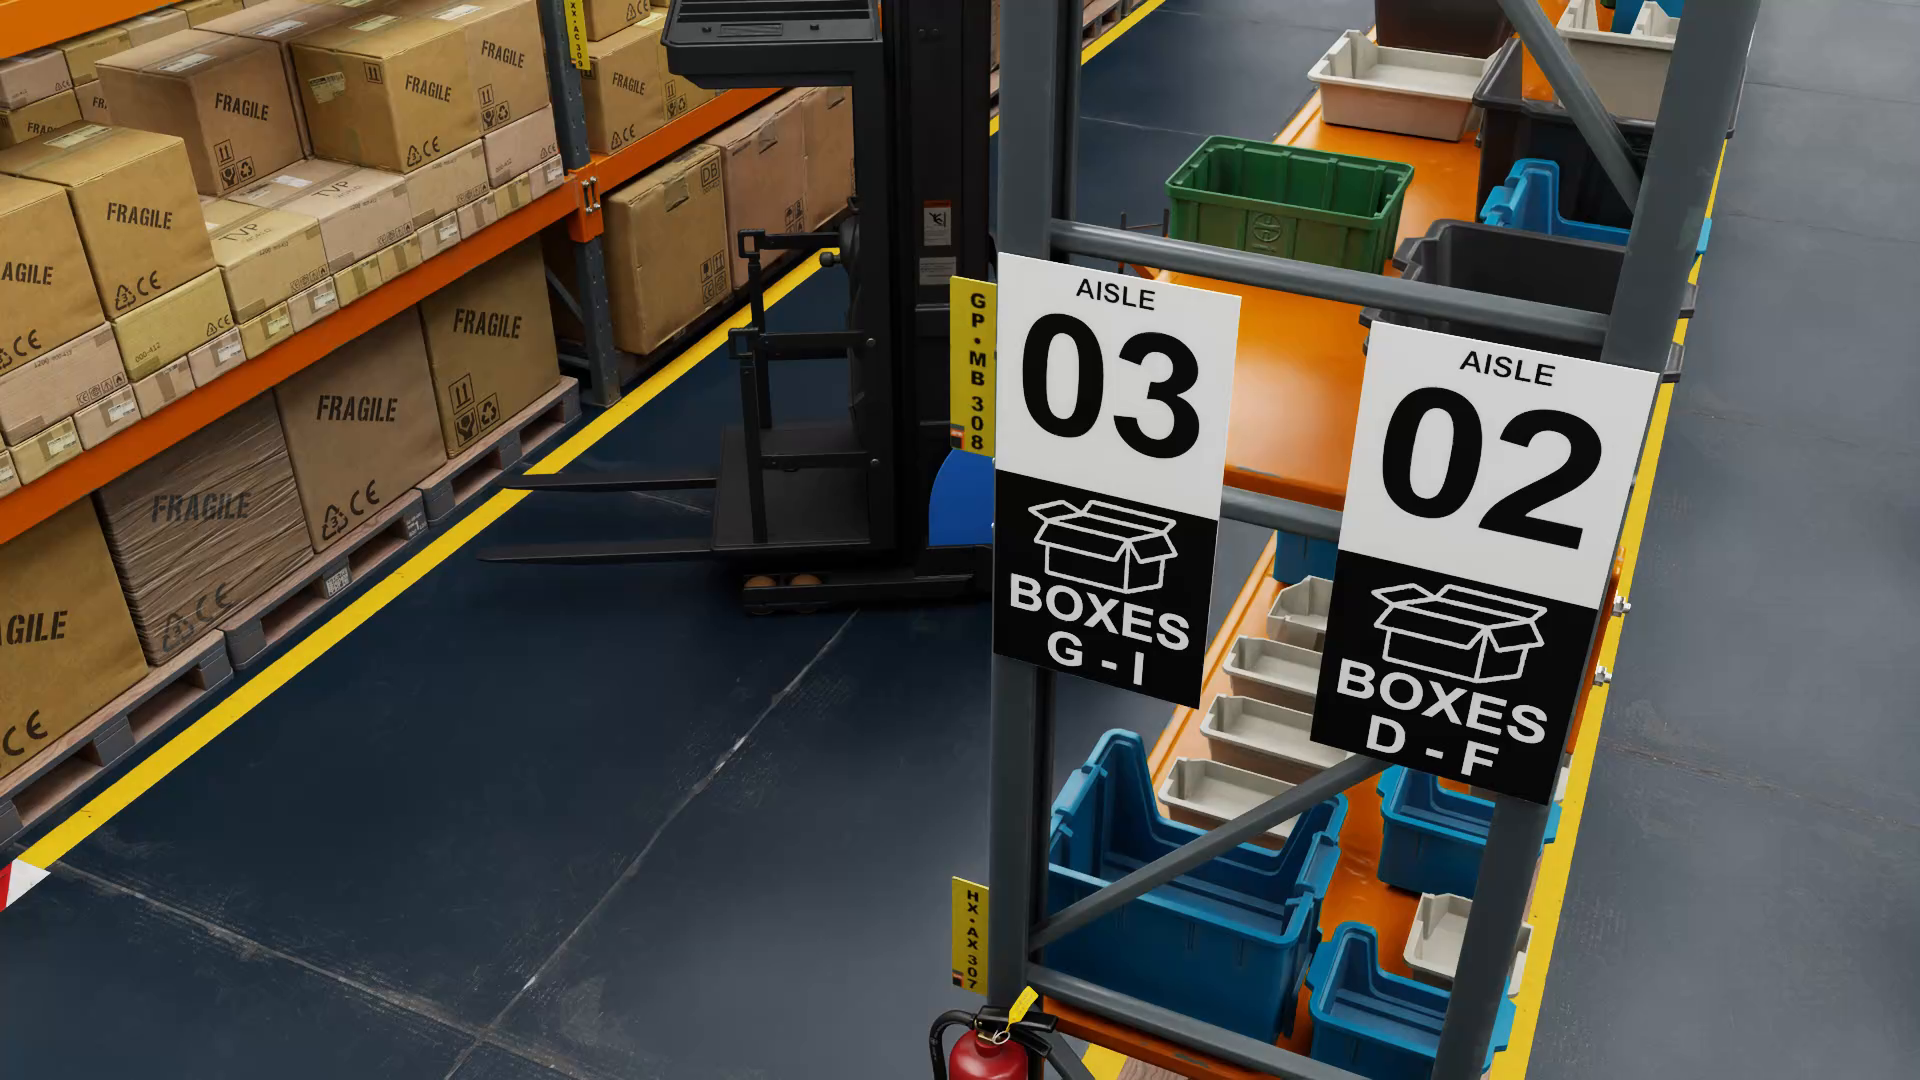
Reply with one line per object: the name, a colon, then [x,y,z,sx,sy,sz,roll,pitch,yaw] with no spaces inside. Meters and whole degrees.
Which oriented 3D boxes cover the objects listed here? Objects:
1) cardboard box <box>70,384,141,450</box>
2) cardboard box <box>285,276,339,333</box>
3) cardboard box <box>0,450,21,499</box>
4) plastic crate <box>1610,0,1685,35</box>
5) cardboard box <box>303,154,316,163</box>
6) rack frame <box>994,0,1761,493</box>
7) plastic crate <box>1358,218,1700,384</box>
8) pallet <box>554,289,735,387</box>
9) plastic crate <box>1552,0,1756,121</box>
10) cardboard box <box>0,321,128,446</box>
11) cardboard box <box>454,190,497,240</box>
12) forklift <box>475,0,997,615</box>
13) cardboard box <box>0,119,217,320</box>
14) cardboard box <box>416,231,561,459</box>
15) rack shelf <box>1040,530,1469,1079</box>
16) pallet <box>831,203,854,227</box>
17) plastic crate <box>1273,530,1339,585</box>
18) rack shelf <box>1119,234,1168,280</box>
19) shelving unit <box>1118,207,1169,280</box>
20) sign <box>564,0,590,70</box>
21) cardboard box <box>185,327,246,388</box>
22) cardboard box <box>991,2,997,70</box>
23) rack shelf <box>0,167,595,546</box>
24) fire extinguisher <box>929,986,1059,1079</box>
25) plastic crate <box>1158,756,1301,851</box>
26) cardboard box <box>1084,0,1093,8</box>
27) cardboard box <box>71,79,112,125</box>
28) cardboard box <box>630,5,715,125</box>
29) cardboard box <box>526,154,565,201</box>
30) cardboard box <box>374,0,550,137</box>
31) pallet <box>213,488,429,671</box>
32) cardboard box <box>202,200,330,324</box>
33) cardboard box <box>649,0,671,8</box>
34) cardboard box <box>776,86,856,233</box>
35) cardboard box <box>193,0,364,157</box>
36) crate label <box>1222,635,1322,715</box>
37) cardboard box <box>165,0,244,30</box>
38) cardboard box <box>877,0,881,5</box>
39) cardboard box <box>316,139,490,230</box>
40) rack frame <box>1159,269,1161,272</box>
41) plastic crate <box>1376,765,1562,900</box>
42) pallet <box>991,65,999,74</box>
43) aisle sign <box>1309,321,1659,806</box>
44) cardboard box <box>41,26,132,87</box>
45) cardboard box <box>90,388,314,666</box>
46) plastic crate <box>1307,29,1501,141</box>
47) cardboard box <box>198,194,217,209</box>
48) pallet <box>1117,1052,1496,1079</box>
cardboard box: [-3.193,-0.477,5.972,0.380,0.149,0.250,14,36,20]
cardboard box: [-2.764,-0.989,6.752,0.380,0.149,0.250,15,36,21]
cardboard box: [-3.408,-0.220,5.579,0.380,0.149,0.250,14,36,20]
plastic crate: [2.119,-1.609,4.886,0.416,0.233,0.300,14,36,20]
cardboard box: [-2.936,-1.729,7.517,0.500,0.250,0.500,14,36,20]
rack frame: [0.536,-1.468,1.782,1.000,3.000,0.127,14,36,20]
plastic crate: [0.951,-0.287,2.836,0.497,0.269,0.590,14,36,20]
pallet: [-2.034,-1.323,9.575,1.003,0.211,1.213,14,36,20]
plastic crate: [1.744,-1.197,4.213,0.437,0.282,0.530,14,36,20]
cardboard box: [-3.305,-0.595,5.787,0.500,0.250,0.500,14,36,20]
cardboard box: [-2.334,-1.500,7.531,0.380,0.149,0.250,14,36,20]
forklift: [-0.622,-1.201,6.908,3.031,2.935,1.130,-2,33,-4]
cardboard box: [-3.096,-1.156,5.960,0.500,0.500,0.500,13,35,19]
cardboard box: [-2.638,-1.064,8.193,0.875,0.875,0.875,14,36,20]
rack shelf: [1.373,0.345,5.144,1.077,0.370,4.000,14,36,20]
pallet: [-1.014,-2.538,11.429,1.003,0.211,1.213,14,36,20]
plastic crate: [1.163,0.004,5.106,0.416,0.233,0.300,14,36,20]
rack shelf: [0.958,-1.277,7.887,0.258,0.148,0.480,-9,34,-14]
shelving unit: [0.958,-0.949,8.103,0.258,1.200,0.503,-9,34,-14]
sign: [-1.784,-2.356,7.746,0.100,0.325,0.005,14,36,20]
cardboard box: [-2.978,-0.733,6.361,0.380,0.149,0.250,14,36,20]
cardboard box: [-0.133,-3.836,12.743,0.700,0.500,0.500,11,35,17]
rack shelf: [-3.126,-0.791,6.877,1.077,0.370,4.000,14,36,20]
fire extinguisher: [0.060,1.200,3.595,0.296,0.674,0.183,14,36,20]
plastic crate: [0.713,0.678,4.166,0.396,0.136,0.243,14,36,20]
cardboard box: [0.782,-4.910,14.381,0.700,0.500,0.500,11,35,17]
cardboard box: [-5.982,-2.977,11.452,0.500,0.500,0.500,16,36,23]
cardboard box: [-1.660,-2.552,8.815,0.500,0.500,0.500,14,36,21]
cardboard box: [-2.119,-1.756,7.921,0.380,0.149,0.250,14,36,21]
cardboard box: [-2.238,-2.173,7.510,0.500,0.500,0.500,15,36,22]
pallet: [-3.187,0.049,7.483,1.003,0.211,1.213,14,36,20]
cardboard box: [-2.878,-1.105,6.566,0.500,0.250,0.500,13,36,20]
cardboard box: [-1.731,-3.208,8.901,0.797,0.503,0.637,15,36,21]
cardboard box: [-1.303,-2.586,10.513,1.225,0.875,0.875,14,36,21]
cardboard box: [-2.934,-2.040,7.307,0.500,0.500,0.500,14,36,20]
crate label: [0.942,0.393,4.601,0.396,0.136,0.243,14,36,20]
cardboard box: [-5.554,-3.808,12.034,0.500,0.250,0.500,15,36,22]
cardboard box: [-0.811,-3.572,10.371,0.500,0.500,0.500,14,36,20]
cardboard box: [-2.449,-1.611,7.337,0.500,0.250,0.500,15,36,22]
rack frame: [1.027,-0.821,7.907,0.240,1.200,0.015,-9,34,-14]
plastic crate: [1.214,0.710,4.029,0.416,0.233,0.300,14,36,20]
pallet: [0.225,-3.908,13.518,1.003,0.211,1.213,14,36,20]
aisle sign: [0.776,0.058,2.556,0.394,0.787,0.004,14,36,20]
cardboard box: [-5.982,-3.293,11.249,0.500,0.250,0.500,15,36,22]
cardboard box: [-3.386,-0.173,6.833,0.875,0.875,0.875,14,36,20]
plastic crate: [1.175,-1.189,4.333,0.437,0.136,0.530,14,36,20]
cardboard box: [-3.361,-1.226,6.749,0.500,0.250,0.500,14,36,21]
pallet: [0.917,1.805,4.805,1.003,0.211,1.213,14,36,20]
